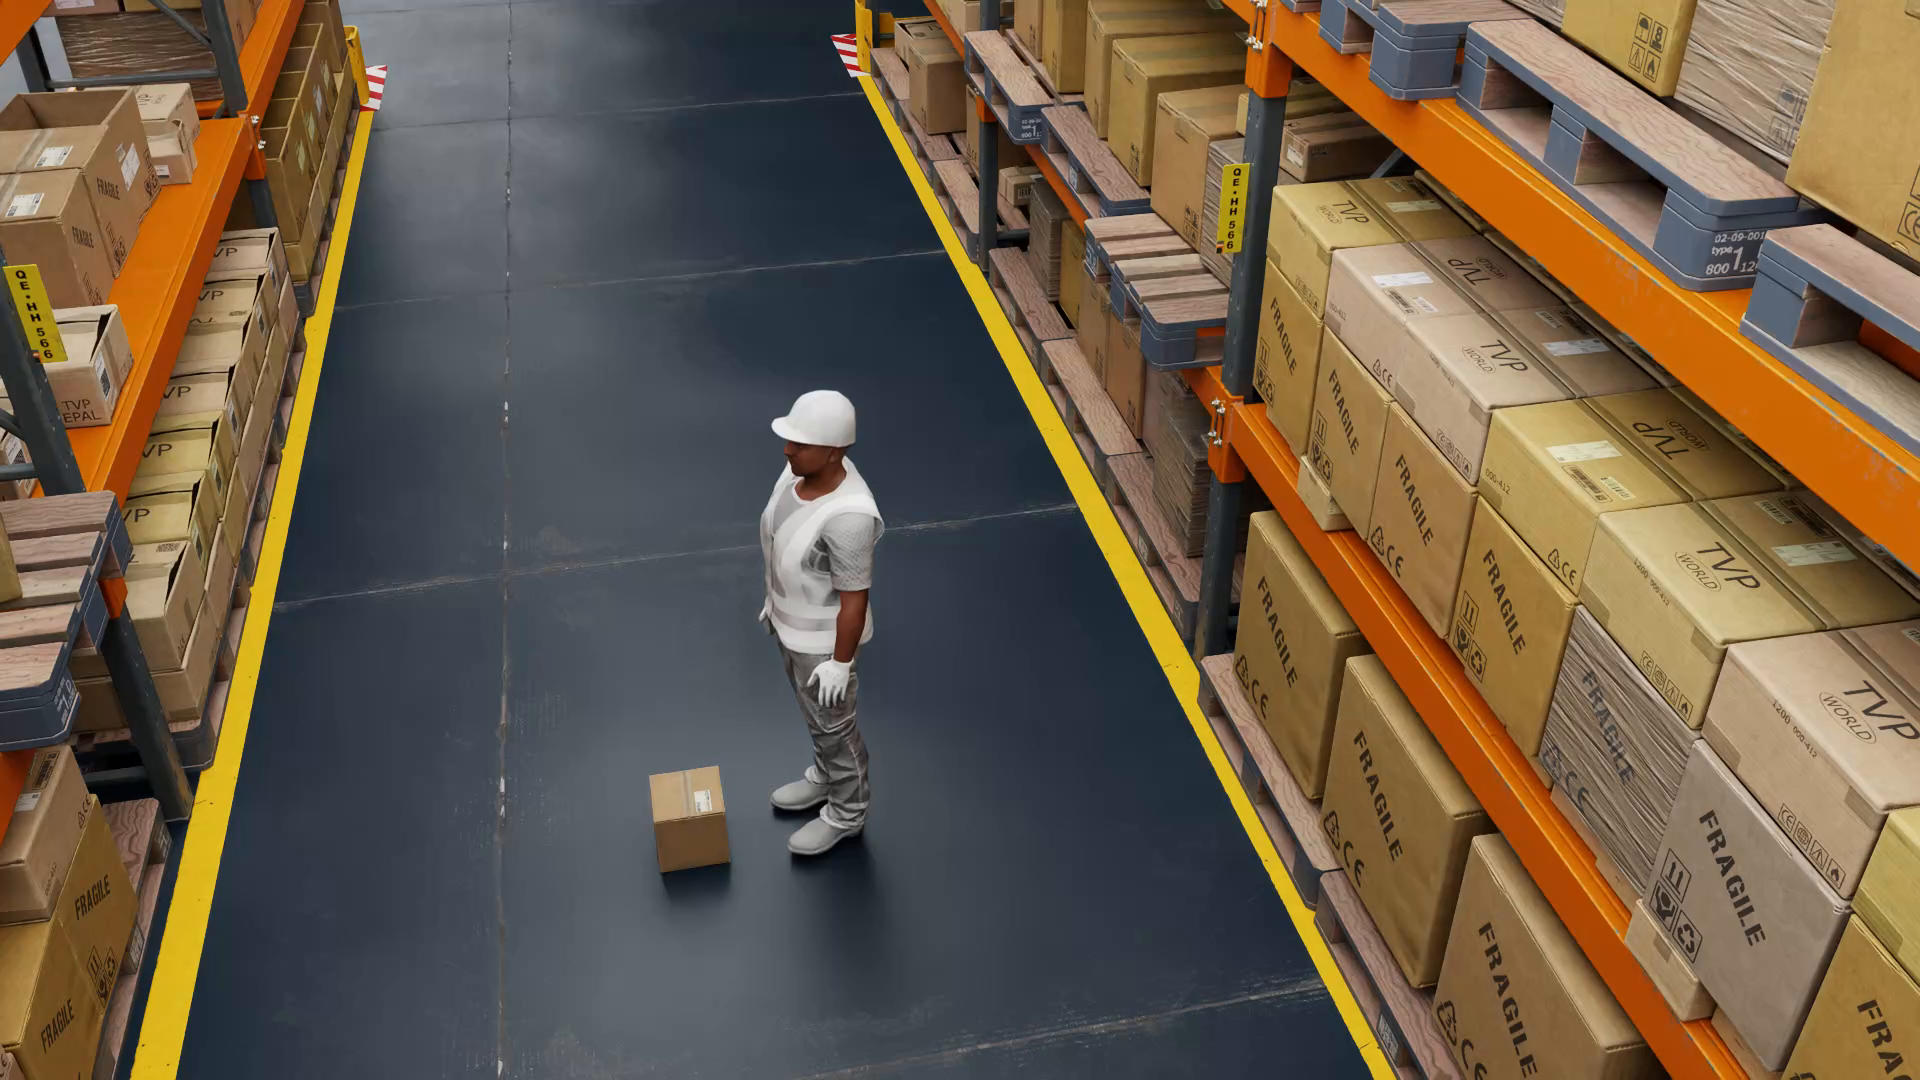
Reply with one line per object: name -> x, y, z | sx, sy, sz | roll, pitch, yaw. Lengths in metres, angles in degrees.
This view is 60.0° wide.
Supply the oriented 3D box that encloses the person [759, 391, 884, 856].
person -> -0.481, 0.296, 5.641 | 0.385, 1.787, 0.558 | -13, 36, -18
